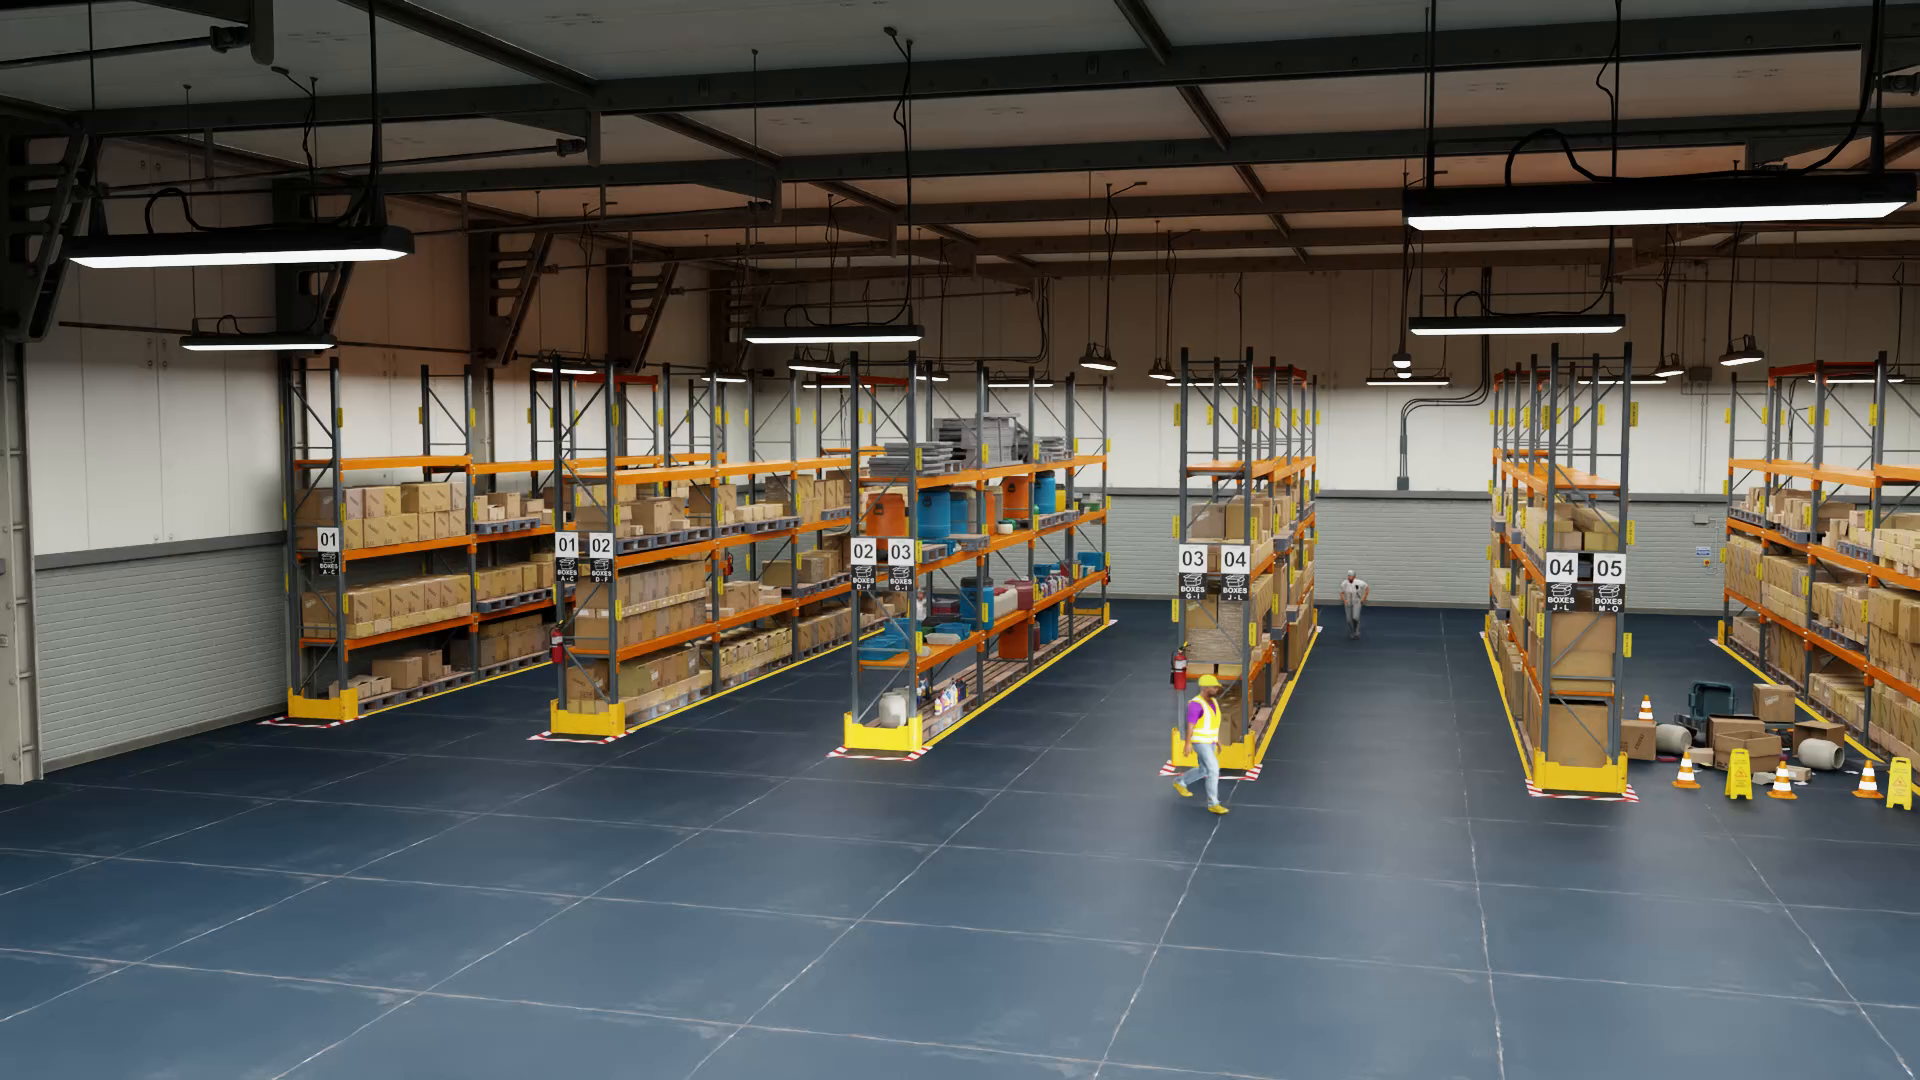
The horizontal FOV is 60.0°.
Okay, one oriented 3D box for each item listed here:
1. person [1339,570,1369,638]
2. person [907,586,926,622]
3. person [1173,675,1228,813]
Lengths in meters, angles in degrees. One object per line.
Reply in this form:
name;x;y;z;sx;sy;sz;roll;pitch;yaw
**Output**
person;8.931;1.452;37.658;0.649;1.577;0.743;2;5;24
person;-0.833;1.736;33.041;0.519;1.627;0.977;3;5;31
person;3.110;2.579;21.386;0.994;1.711;0.560;3;5;37
